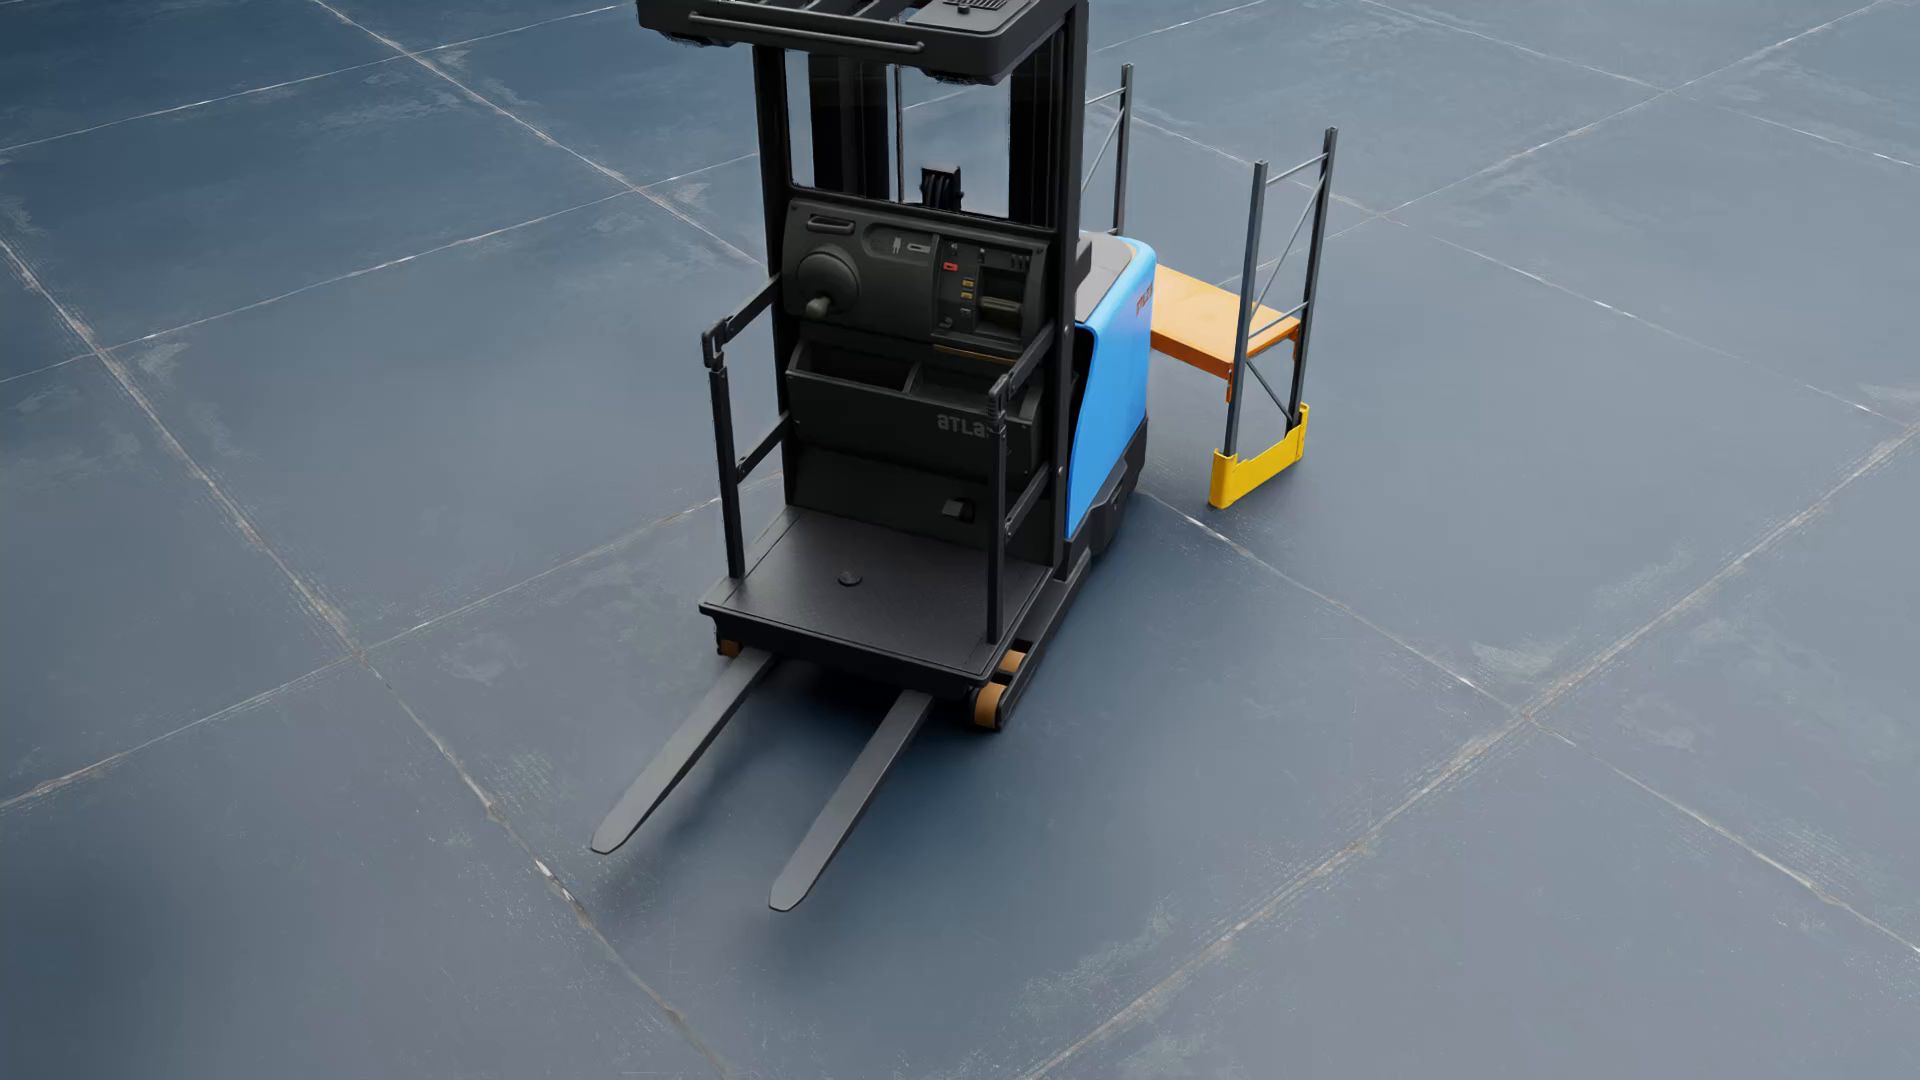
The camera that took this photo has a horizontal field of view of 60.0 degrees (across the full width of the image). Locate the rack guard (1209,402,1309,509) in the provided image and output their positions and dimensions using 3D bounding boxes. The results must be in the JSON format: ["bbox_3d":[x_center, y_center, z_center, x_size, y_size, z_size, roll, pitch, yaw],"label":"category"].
[{"bbox_3d":[1.270,-0.366,7.051,0.087,0.250,0.587,30,45,35],"label":"rack guard"}]

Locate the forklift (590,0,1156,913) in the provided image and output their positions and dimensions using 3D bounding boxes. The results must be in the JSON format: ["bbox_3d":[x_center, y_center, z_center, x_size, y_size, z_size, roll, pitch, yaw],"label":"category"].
[{"bbox_3d":[-0.240,-0.814,5.363,1.130,2.935,3.031,13,37,18],"label":"forklift"}]

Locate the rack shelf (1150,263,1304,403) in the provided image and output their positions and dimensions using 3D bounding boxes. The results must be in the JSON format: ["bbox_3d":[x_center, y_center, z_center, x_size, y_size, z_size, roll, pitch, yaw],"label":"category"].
[{"bbox_3d":[0.908,-0.935,7.083,1.000,0.185,0.538,30,45,35],"label":"rack shelf"}]

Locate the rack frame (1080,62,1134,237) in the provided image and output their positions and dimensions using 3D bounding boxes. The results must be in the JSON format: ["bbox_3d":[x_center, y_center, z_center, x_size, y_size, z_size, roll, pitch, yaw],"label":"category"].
[{"bbox_3d":[0.545,-1.287,7.269,0.032,1.500,0.500,30,45,35],"label":"rack frame"}]

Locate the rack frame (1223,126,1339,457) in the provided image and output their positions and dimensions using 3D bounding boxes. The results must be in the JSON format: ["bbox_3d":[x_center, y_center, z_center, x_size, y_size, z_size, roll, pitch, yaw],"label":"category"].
[{"bbox_3d":[1.271,-0.876,6.689,0.032,1.500,0.500,30,45,35],"label":"rack frame"}]

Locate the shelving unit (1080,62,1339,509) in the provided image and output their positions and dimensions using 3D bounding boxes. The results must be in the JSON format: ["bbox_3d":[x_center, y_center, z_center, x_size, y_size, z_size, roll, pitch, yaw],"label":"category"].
[{"bbox_3d":[0.914,-1.078,6.974,1.083,1.500,0.587,30,45,35],"label":"shelving unit"}]
